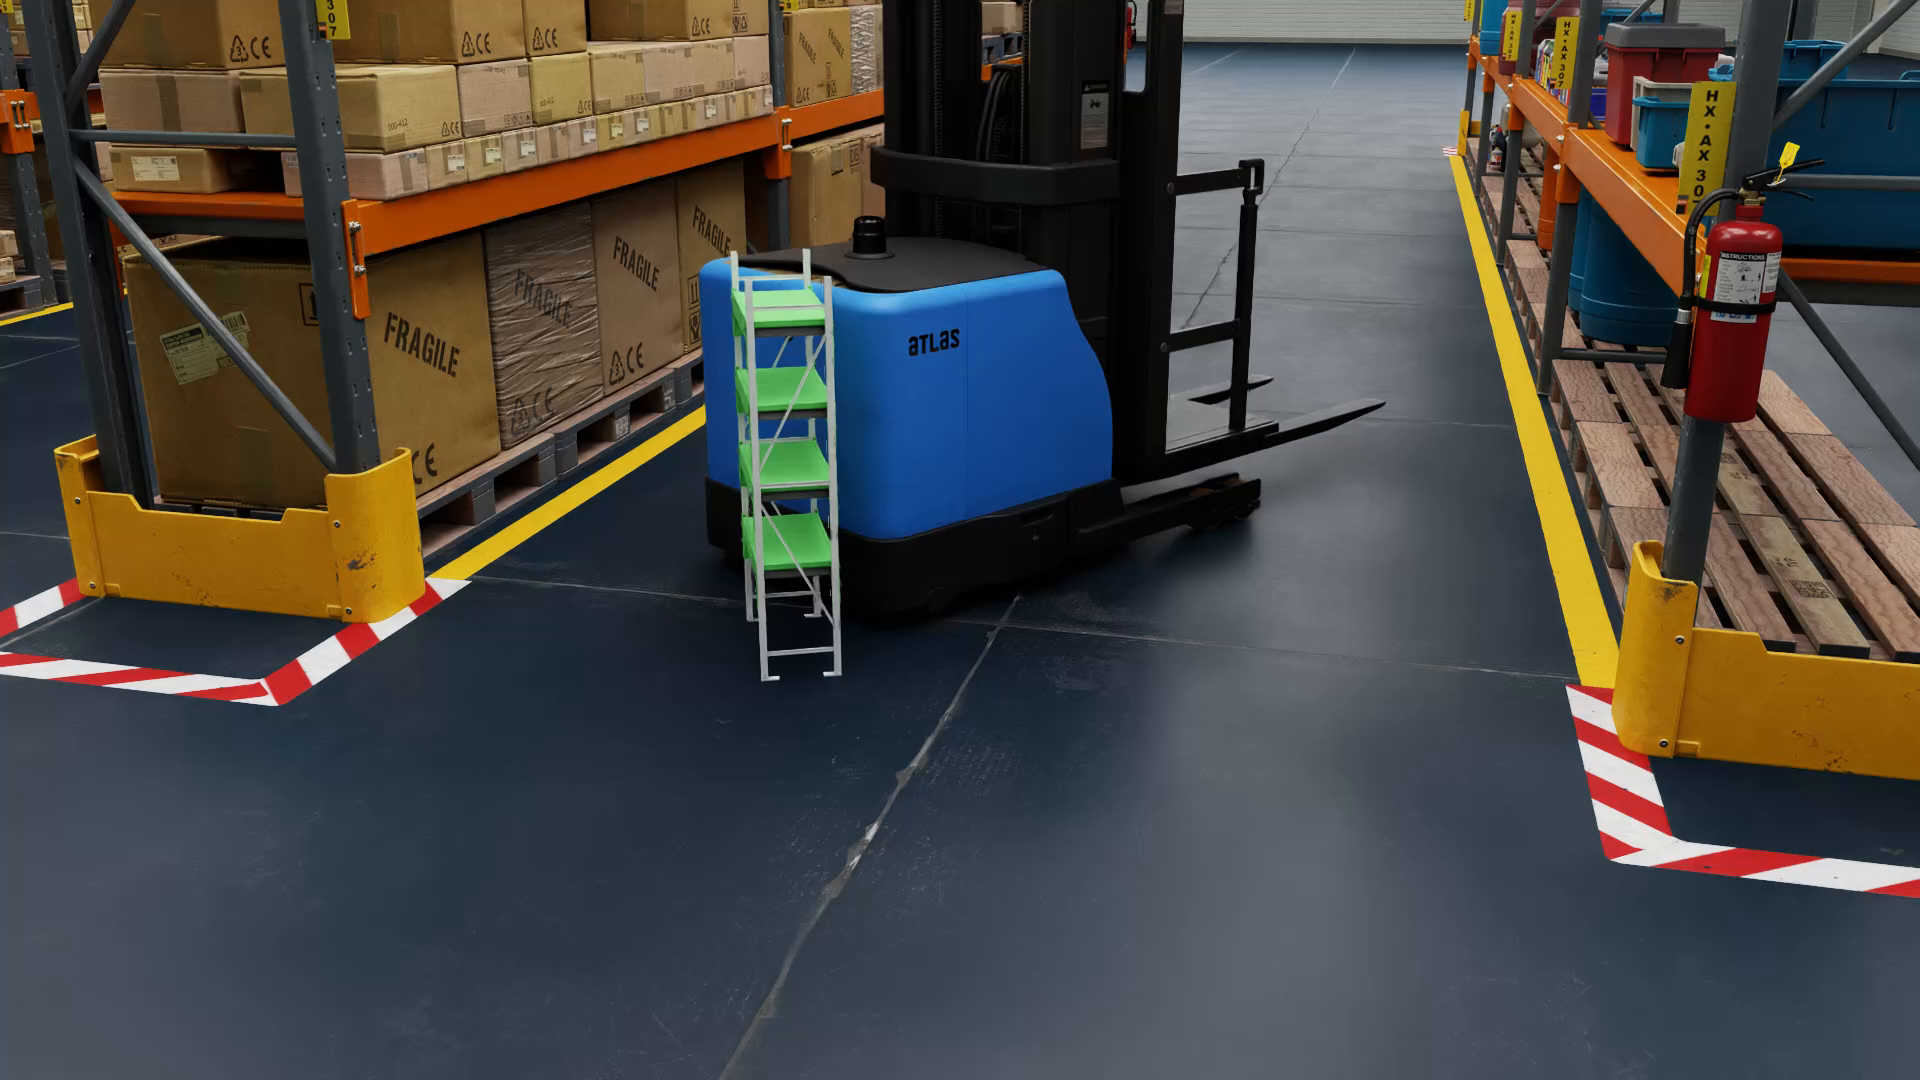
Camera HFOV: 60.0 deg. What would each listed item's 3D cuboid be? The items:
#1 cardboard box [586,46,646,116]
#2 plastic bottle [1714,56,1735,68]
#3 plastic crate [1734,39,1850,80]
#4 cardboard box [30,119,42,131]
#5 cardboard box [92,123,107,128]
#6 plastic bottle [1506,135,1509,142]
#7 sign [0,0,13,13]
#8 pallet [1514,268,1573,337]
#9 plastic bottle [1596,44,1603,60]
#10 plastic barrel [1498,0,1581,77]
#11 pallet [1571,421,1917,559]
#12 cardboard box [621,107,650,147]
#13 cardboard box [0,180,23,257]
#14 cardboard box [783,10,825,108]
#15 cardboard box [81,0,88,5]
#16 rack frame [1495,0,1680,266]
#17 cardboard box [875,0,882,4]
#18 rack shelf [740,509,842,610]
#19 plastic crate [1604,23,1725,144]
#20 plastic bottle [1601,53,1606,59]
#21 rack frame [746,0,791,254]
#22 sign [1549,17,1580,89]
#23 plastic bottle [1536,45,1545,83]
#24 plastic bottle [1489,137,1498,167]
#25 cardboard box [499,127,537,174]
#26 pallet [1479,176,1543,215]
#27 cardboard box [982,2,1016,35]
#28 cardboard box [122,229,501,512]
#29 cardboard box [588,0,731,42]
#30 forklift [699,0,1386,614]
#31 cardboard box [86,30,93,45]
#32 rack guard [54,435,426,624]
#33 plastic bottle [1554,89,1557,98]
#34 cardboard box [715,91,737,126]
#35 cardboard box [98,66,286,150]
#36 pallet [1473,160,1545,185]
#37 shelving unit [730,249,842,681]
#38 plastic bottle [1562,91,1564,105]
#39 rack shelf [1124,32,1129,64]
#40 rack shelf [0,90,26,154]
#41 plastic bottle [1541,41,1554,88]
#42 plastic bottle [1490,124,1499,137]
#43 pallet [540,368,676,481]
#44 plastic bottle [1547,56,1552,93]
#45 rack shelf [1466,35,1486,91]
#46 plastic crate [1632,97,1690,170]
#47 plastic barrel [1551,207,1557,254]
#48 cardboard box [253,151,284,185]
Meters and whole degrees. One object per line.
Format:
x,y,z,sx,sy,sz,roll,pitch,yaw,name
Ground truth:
-1.657,-1.934,6.981,0.500,0.250,0.500,4,19,12,cardboard box
4.084,-2.460,8.940,0.152,0.276,0.135,5,19,13,plastic bottle
3.591,-1.961,7.219,0.392,0.384,0.575,5,19,13,plastic crate
-9.549,-4.141,17.087,0.950,0.372,0.625,5,20,15,cardboard box
-6.022,-2.879,12.032,0.500,0.250,0.500,4,19,11,cardboard box
5.404,-3.821,16.266,0.152,0.276,0.135,5,19,13,plastic bottle
-5.685,-3.297,9.860,0.100,0.325,0.005,5,19,13,sign
3.900,-1.416,10.006,1.003,0.211,1.213,5,19,13,pallet
3.282,-2.404,8.661,0.144,0.351,0.185,5,19,13,plastic bottle
4.172,-3.601,11.878,0.600,0.536,0.708,5,19,13,plastic barrel
2.937,-0.176,6.378,1.003,0.211,1.213,5,19,13,pallet
-1.562,-1.781,7.151,0.380,0.149,0.250,5,19,14,cardboard box
-6.276,-2.195,11.192,0.500,0.500,0.500,4,19,12,cardboard box
-1.073,-2.676,9.227,0.500,0.500,0.500,5,19,14,cardboard box
-5.609,-3.464,10.507,0.380,0.149,0.250,5,20,15,cardboard box
4.352,-3.367,11.404,1.000,3.000,0.127,5,19,13,rack frame
-0.807,-3.848,11.106,0.797,0.503,0.637,5,20,15,cardboard box
-0.526,0.053,5.115,0.258,0.148,0.480,-4,19,-11,rack shelf
2.913,-1.912,6.952,0.402,0.464,0.583,5,19,13,plastic crate
3.585,-2.585,9.313,0.097,0.271,0.097,0,19,0,plastic bottle
-1.428,-2.504,8.879,1.000,3.000,0.127,5,19,13,rack frame
2.842,-2.288,7.818,0.100,0.325,0.005,5,19,13,sign
3.878,-3.162,11.002,0.097,0.271,0.097,0,19,0,plastic bottle
5.127,-3.720,15.960,0.061,0.283,0.133,6,20,16,plastic bottle
-1.813,-1.460,6.209,0.380,0.149,0.250,4,19,13,cardboard box
5.175,-3.052,14.796,1.003,0.211,1.213,5,19,13,pallet
0.182,-4.393,13.990,0.500,0.250,0.500,4,19,12,cardboard box
-2.327,-0.651,6.089,0.875,0.875,0.875,5,19,13,cardboard box
-1.408,-2.607,7.791,0.500,0.500,0.500,5,19,14,cardboard box
0.523,-1.530,6.131,3.031,2.935,1.130,-16,25,-40,forklift
-5.609,-3.182,10.602,0.380,0.149,0.250,5,19,14,cardboard box
-2.411,-0.060,5.590,1.175,0.500,0.348,5,19,13,rack guard
3.551,-2.749,9.671,0.144,0.351,0.185,5,19,13,plastic bottle
-1.310,-2.103,8.092,0.380,0.149,0.250,4,19,12,cardboard box
-2.544,-1.493,5.690,0.500,0.250,0.500,4,19,13,cardboard box
5.534,-3.508,16.132,1.003,0.211,1.213,5,19,13,pallet
-0.526,-0.234,5.017,0.258,1.200,0.503,-4,19,-11,shelving unit
3.405,-2.521,9.236,0.097,0.201,0.097,0,19,0,plastic bottle
1.015,-5.298,18.171,1.077,0.370,4.000,5,19,13,rack shelf
-6.702,-1.960,8.399,1.077,0.370,4.000,5,19,13,rack shelf
3.743,-3.018,10.564,0.061,0.283,0.133,5,19,13,plastic bottle
5.333,-3.961,16.562,0.144,0.351,0.185,5,19,13,plastic bottle
-1.986,-0.569,7.527,1.003,0.211,1.213,5,19,13,pallet
3.652,-2.872,10.154,0.097,0.271,0.097,0,19,0,plastic bottle
5.818,-4.907,17.026,1.077,0.370,4.000,5,19,13,rack shelf
2.651,-1.473,6.024,0.416,0.233,0.300,5,19,13,plastic crate
3.973,-1.916,10.237,0.600,0.588,0.708,5,19,13,plastic barrel
-2.576,-1.351,5.891,0.380,0.149,0.250,5,19,14,cardboard box
